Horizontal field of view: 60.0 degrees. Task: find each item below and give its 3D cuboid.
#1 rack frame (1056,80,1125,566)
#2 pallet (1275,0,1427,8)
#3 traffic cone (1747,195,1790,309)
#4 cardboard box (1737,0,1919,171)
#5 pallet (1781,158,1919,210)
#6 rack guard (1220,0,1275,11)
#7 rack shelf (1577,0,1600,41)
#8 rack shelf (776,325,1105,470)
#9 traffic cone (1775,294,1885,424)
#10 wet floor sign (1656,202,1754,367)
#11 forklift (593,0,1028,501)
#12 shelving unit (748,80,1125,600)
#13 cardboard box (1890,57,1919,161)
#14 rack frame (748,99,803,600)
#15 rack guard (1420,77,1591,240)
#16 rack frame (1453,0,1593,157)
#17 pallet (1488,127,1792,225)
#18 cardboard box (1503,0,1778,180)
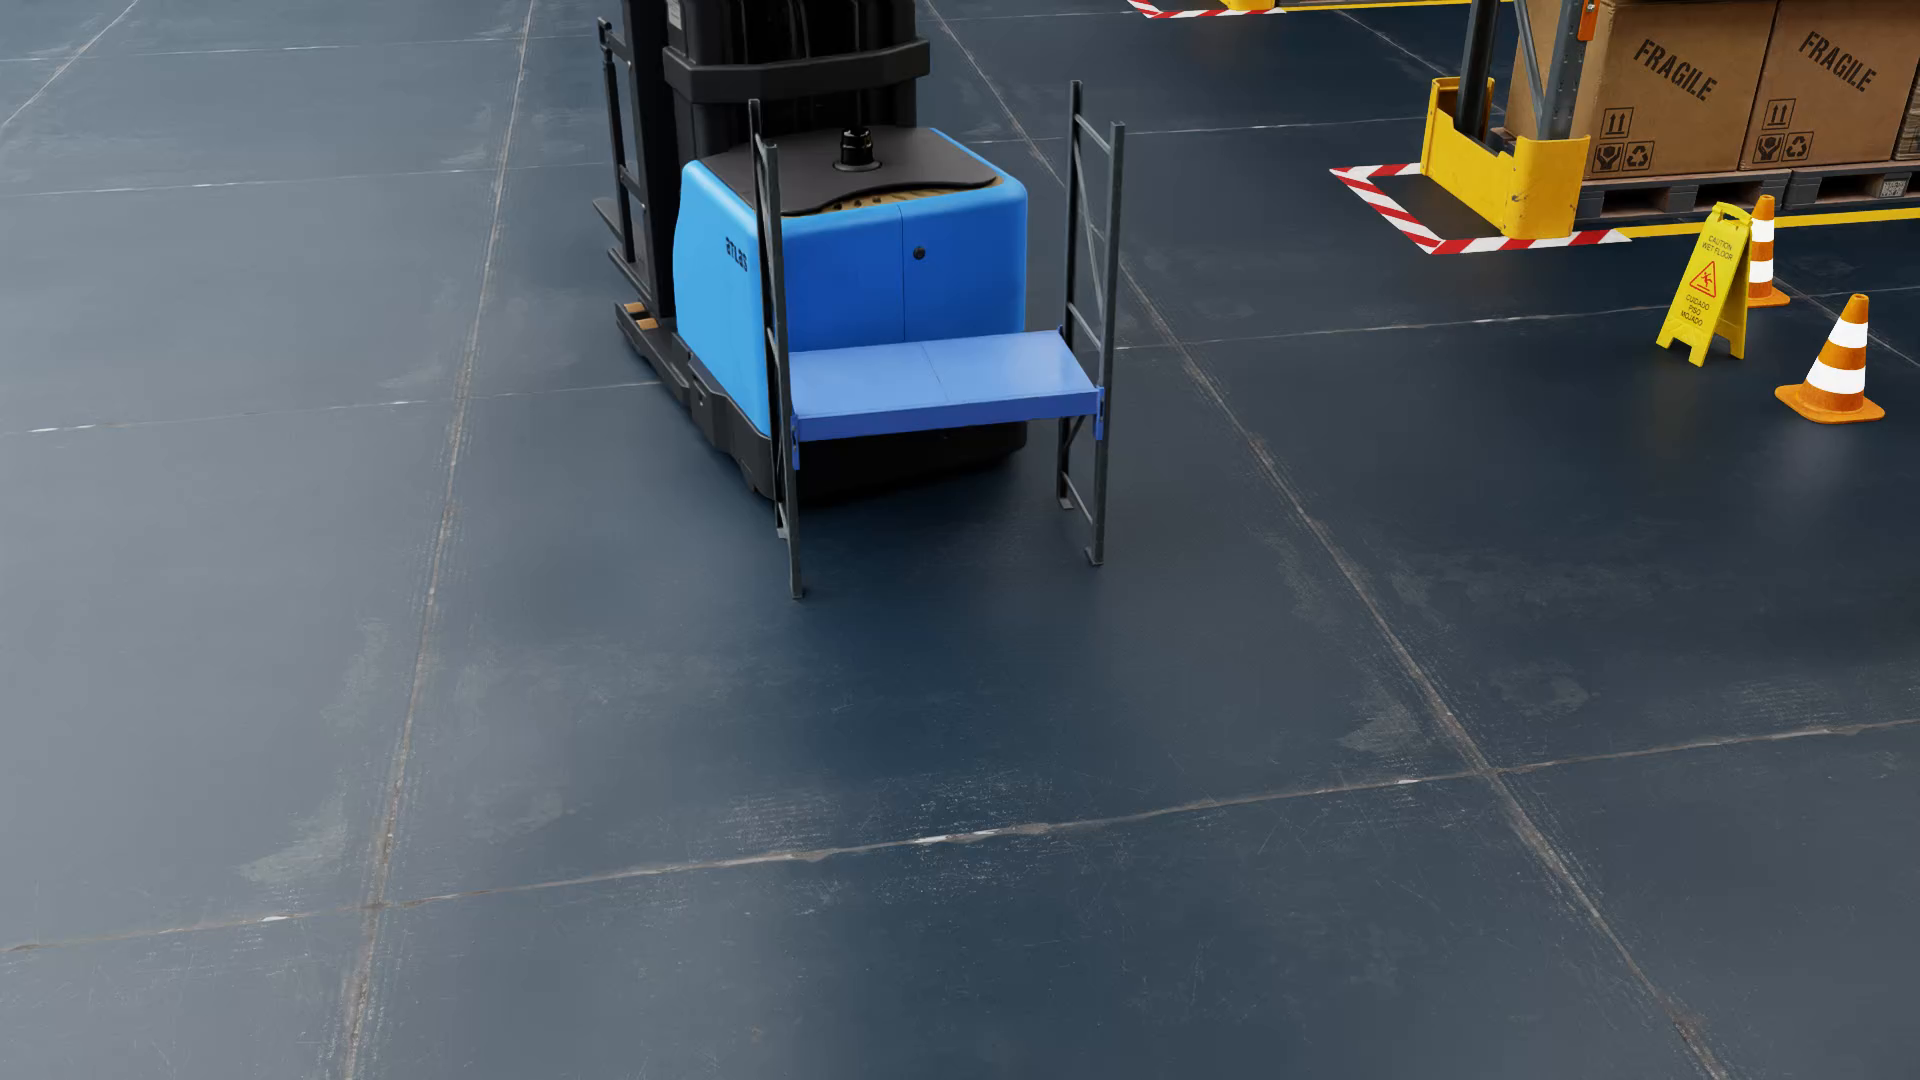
[{"bbox_3d":[0.415,-0.685,5.435,0.032,1.500,0.500,-6,31,-10],"label":"rack frame"},{"bbox_3d":[2.926,-4.435,13.084,1.213,0.211,1.003,-5,31,-9],"label":"pallet"},{"bbox_3d":[3.617,-1.338,7.569,0.334,0.463,0.336,-5,31,-9],"label":"traffic cone"},{"bbox_3d":[4.360,-2.532,8.779,0.875,0.875,0.875,-6,31,-10],"label":"cardboard box"},{"bbox_3d":[4.809,-2.111,9.131,1.213,0.211,1.003,-5,31,-9],"label":"pallet"},{"bbox_3d":[2.120,-4.503,12.914,0.348,0.500,1.175,-5,31,-9],"label":"rack guard"},{"bbox_3d":[4.807,-2.963,8.540,4.000,0.370,1.077,-5,31,-9],"label":"rack shelf"},{"bbox_3d":[-0.083,-0.476,5.435,1.000,0.185,0.538,-6,31,-10],"label":"rack shelf"},{"bbox_3d":[3.487,-0.744,6.558,0.334,0.463,0.336,-5,31,-9],"label":"traffic cone"},{"bbox_3d":[3.167,-1.086,6.961,0.232,0.644,0.267,-11,32,-17],"label":"wet floor sign"},{"bbox_3d":[-0.840,-2.126,6.473,1.130,2.935,3.031,-14,33,-22],"label":"forklift"},{"bbox_3d":[-0.083,-0.631,5.344,1.048,1.500,0.538,-6,31,-10],"label":"shelving unit"},{"bbox_3d":[5.257,-2.615,8.919,0.875,0.875,0.875,-5,31,-9],"label":"cardboard box"},{"bbox_3d":[-0.580,-0.578,5.253,0.032,1.500,0.500,-6,31,-10],"label":"rack frame"},{"bbox_3d":[2.816,-2.011,8.677,0.348,0.500,1.175,-5,31,-9],"label":"rack guard"},{"bbox_3d":[2.839,-3.091,8.047,0.127,3.000,1.000,-5,31,-9],"label":"rack frame"},{"bbox_3d":[3.612,-2.001,8.945,1.213,0.211,1.003,-5,31,-9],"label":"pallet"},{"bbox_3d":[3.494,-2.451,8.641,0.875,0.875,0.875,-5,31,-9],"label":"cardboard box"}]
